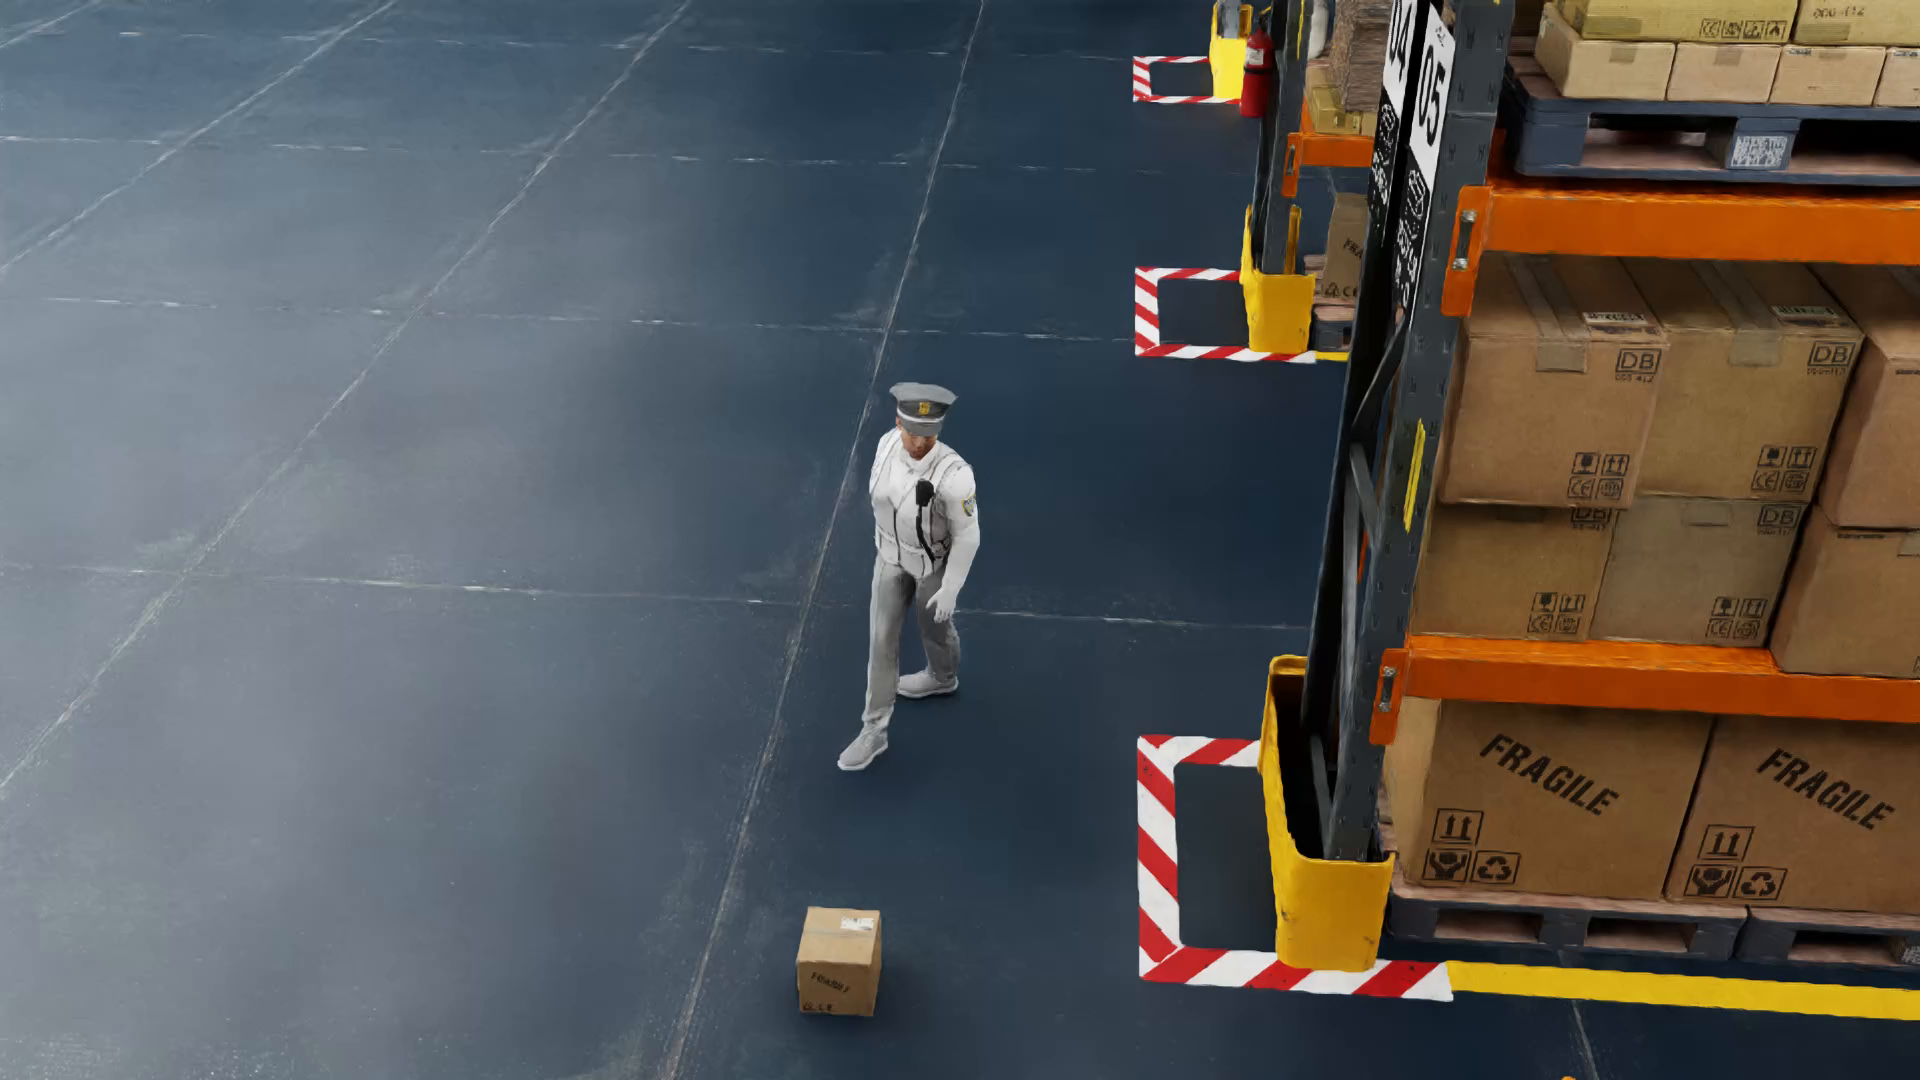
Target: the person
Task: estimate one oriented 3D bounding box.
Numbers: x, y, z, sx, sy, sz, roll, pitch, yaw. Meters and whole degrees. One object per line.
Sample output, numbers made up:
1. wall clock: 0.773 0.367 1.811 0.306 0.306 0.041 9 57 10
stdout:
1. person: -0.204 0.127 6.438 0.551 1.640 0.804 21 38 29
